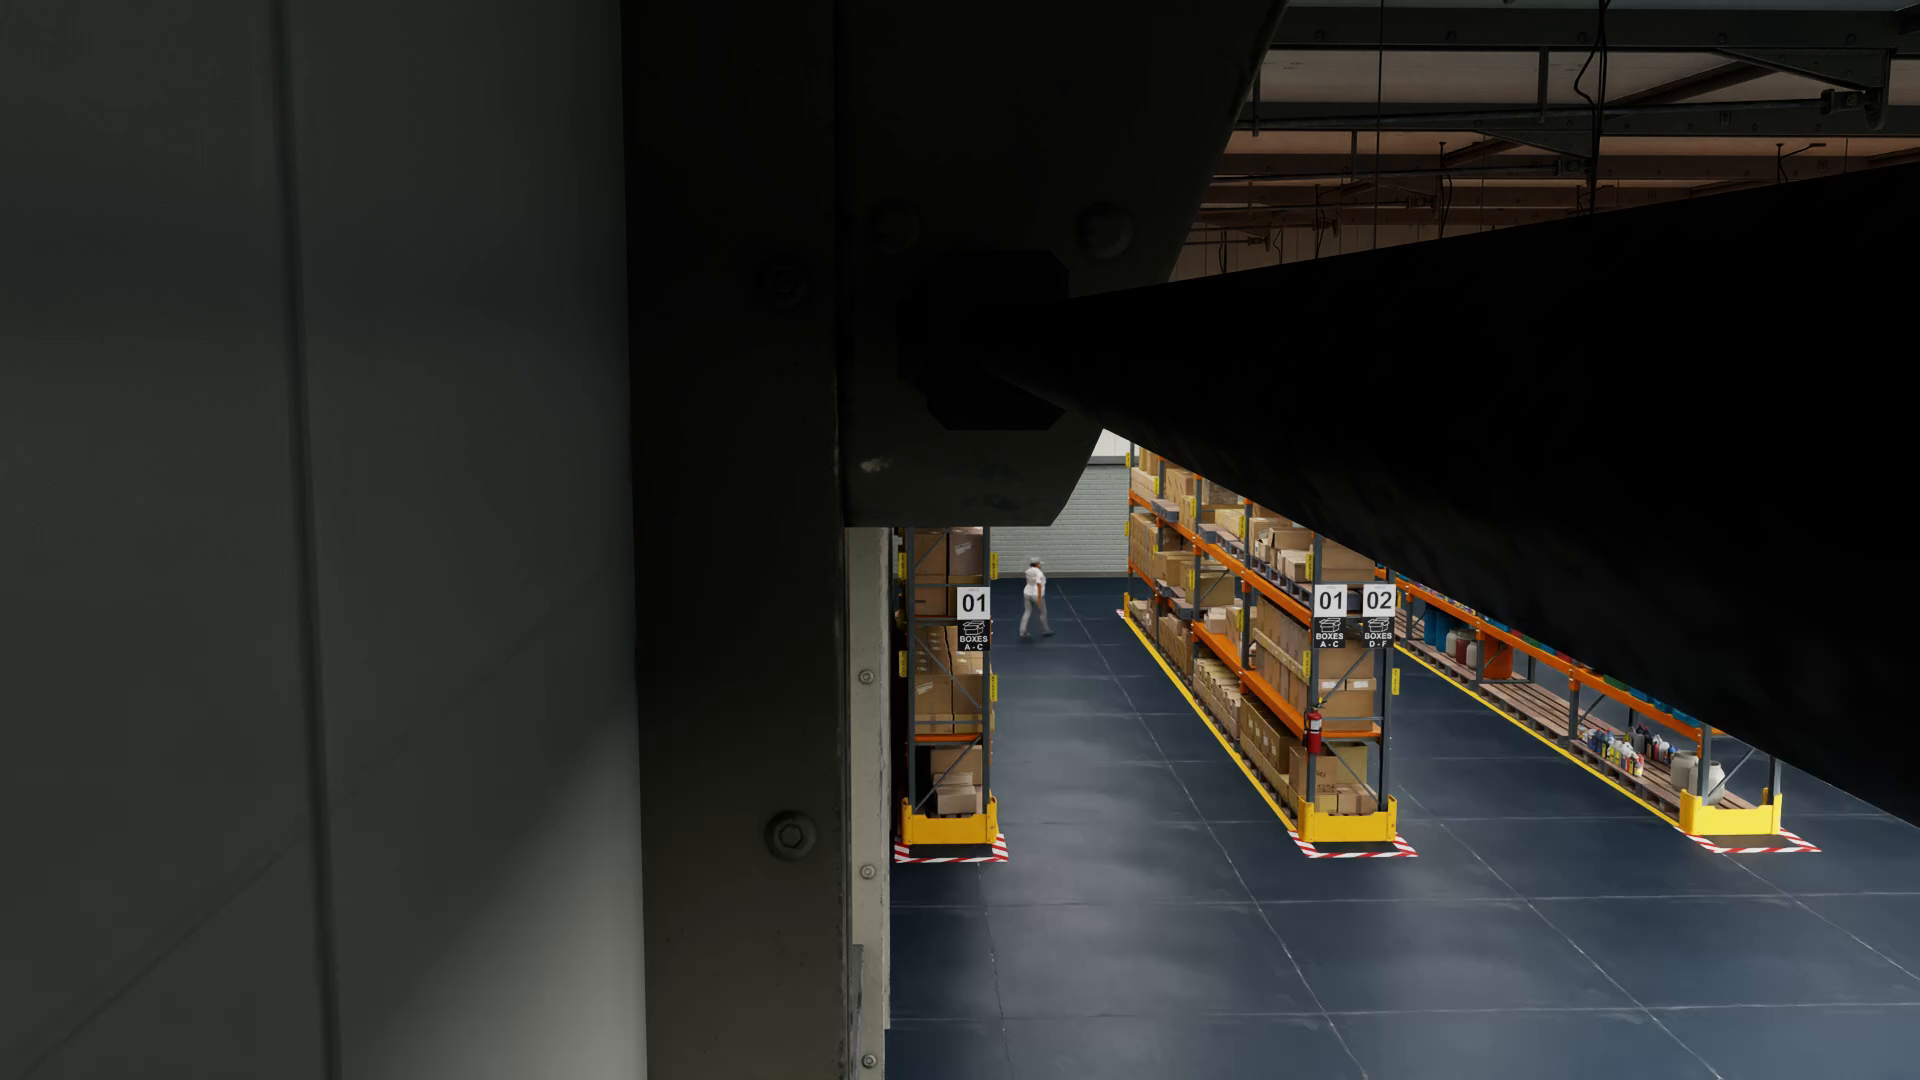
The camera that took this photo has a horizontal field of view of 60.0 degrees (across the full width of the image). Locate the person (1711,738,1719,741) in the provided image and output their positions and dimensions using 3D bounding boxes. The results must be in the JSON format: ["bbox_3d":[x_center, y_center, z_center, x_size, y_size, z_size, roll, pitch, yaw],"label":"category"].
[{"bbox_3d":[11.708,2.230,25.743,0.530,1.690,0.608,0,7,-3],"label":"person"}]

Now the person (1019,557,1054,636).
[{"bbox_3d":[1.580,1.146,34.055,0.871,1.627,0.499,-7,10,-44],"label":"person"}]
